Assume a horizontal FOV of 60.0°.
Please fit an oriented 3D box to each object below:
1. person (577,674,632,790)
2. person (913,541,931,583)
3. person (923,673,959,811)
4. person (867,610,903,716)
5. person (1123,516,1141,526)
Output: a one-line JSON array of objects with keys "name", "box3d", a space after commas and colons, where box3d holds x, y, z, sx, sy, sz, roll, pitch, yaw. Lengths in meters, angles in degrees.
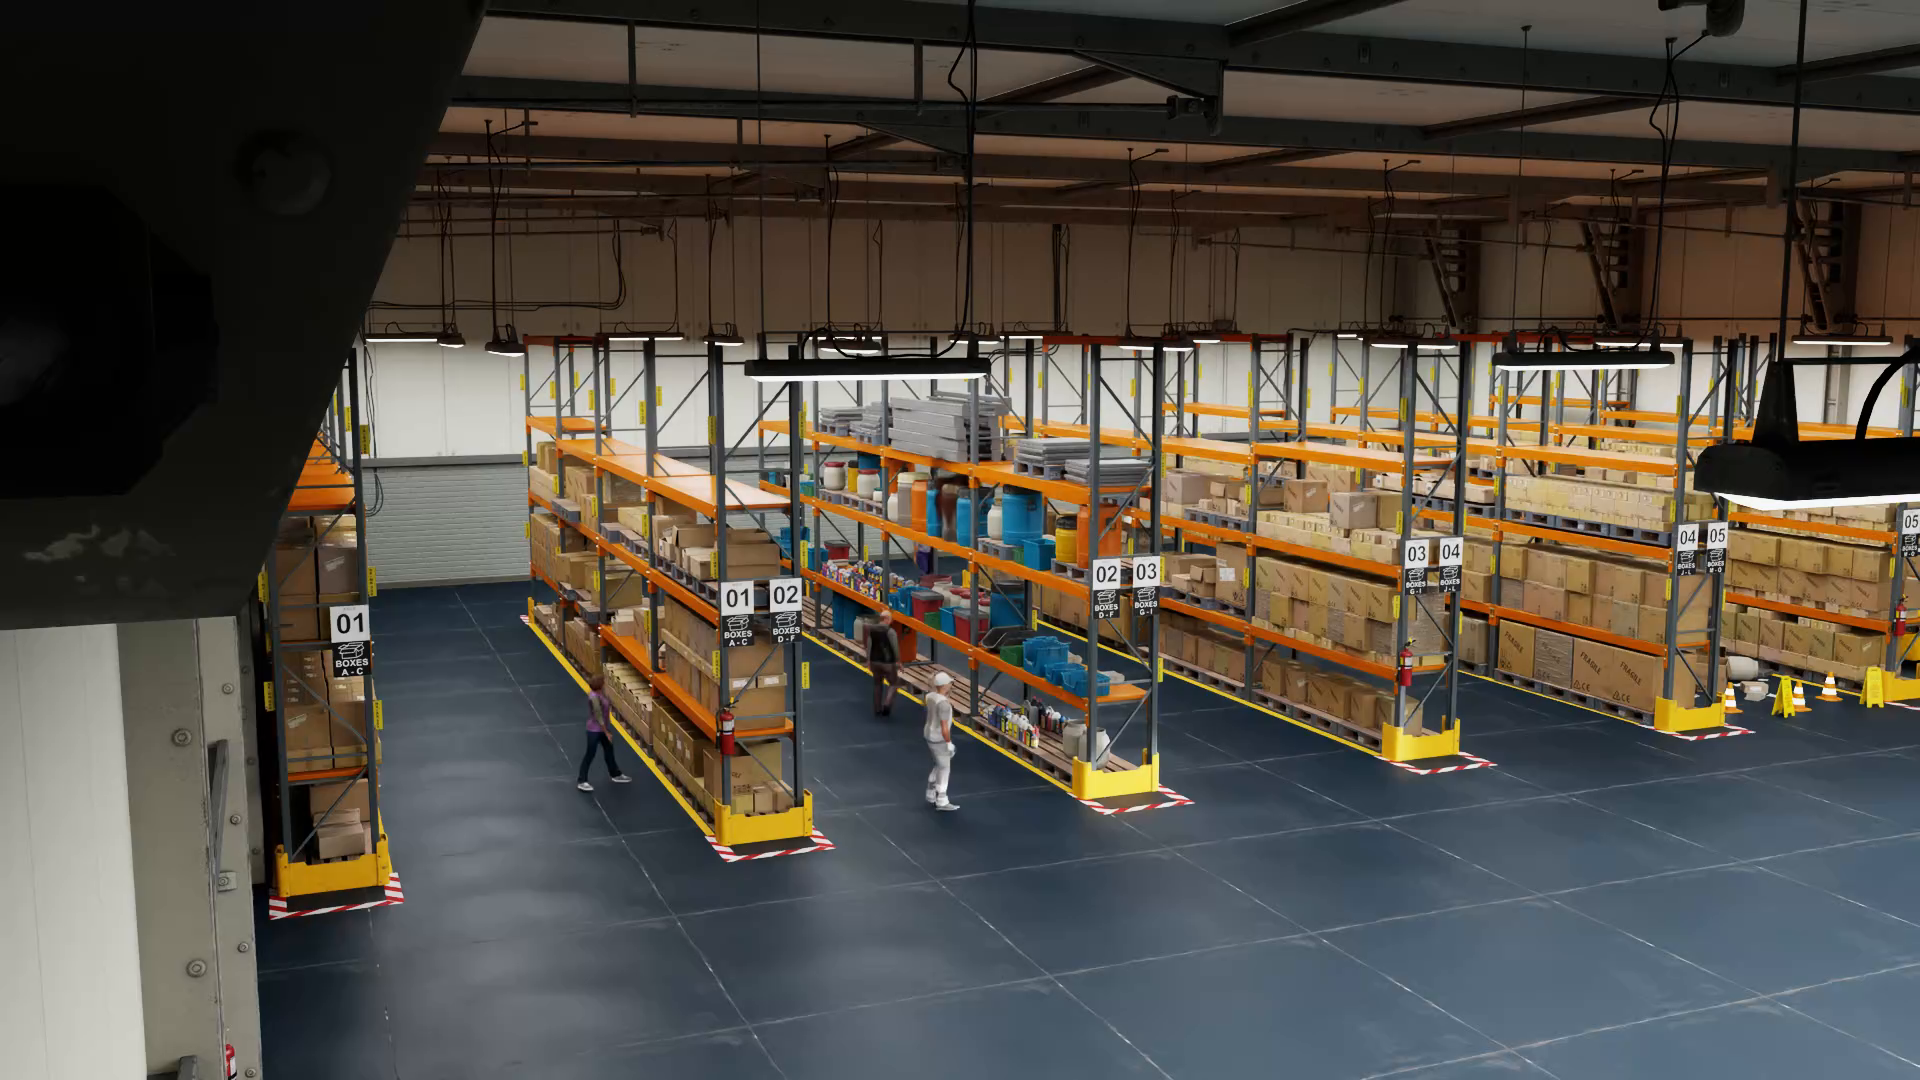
[{"name": "person", "box3d": [-4.838, 2.560, 22.479, 0.646, 1.574, 0.574, 1, 8, 4]}, {"name": "person", "box3d": [-0.828, 0.396, 38.661, 0.481, 1.615, 0.974, -5, 9, -34]}, {"name": "person", "box3d": [-0.250, 2.625, 21.526, 0.398, 1.842, 0.639, -3, 8, -21]}, {"name": "person", "box3d": [-1.200, 1.967, 26.409, 0.609, 1.711, 0.590, 4, 9, 29]}, {"name": "person", "box3d": [4.311, -0.069, 41.760, 0.460, 1.681, 0.462, 4, 8, 27]}]
